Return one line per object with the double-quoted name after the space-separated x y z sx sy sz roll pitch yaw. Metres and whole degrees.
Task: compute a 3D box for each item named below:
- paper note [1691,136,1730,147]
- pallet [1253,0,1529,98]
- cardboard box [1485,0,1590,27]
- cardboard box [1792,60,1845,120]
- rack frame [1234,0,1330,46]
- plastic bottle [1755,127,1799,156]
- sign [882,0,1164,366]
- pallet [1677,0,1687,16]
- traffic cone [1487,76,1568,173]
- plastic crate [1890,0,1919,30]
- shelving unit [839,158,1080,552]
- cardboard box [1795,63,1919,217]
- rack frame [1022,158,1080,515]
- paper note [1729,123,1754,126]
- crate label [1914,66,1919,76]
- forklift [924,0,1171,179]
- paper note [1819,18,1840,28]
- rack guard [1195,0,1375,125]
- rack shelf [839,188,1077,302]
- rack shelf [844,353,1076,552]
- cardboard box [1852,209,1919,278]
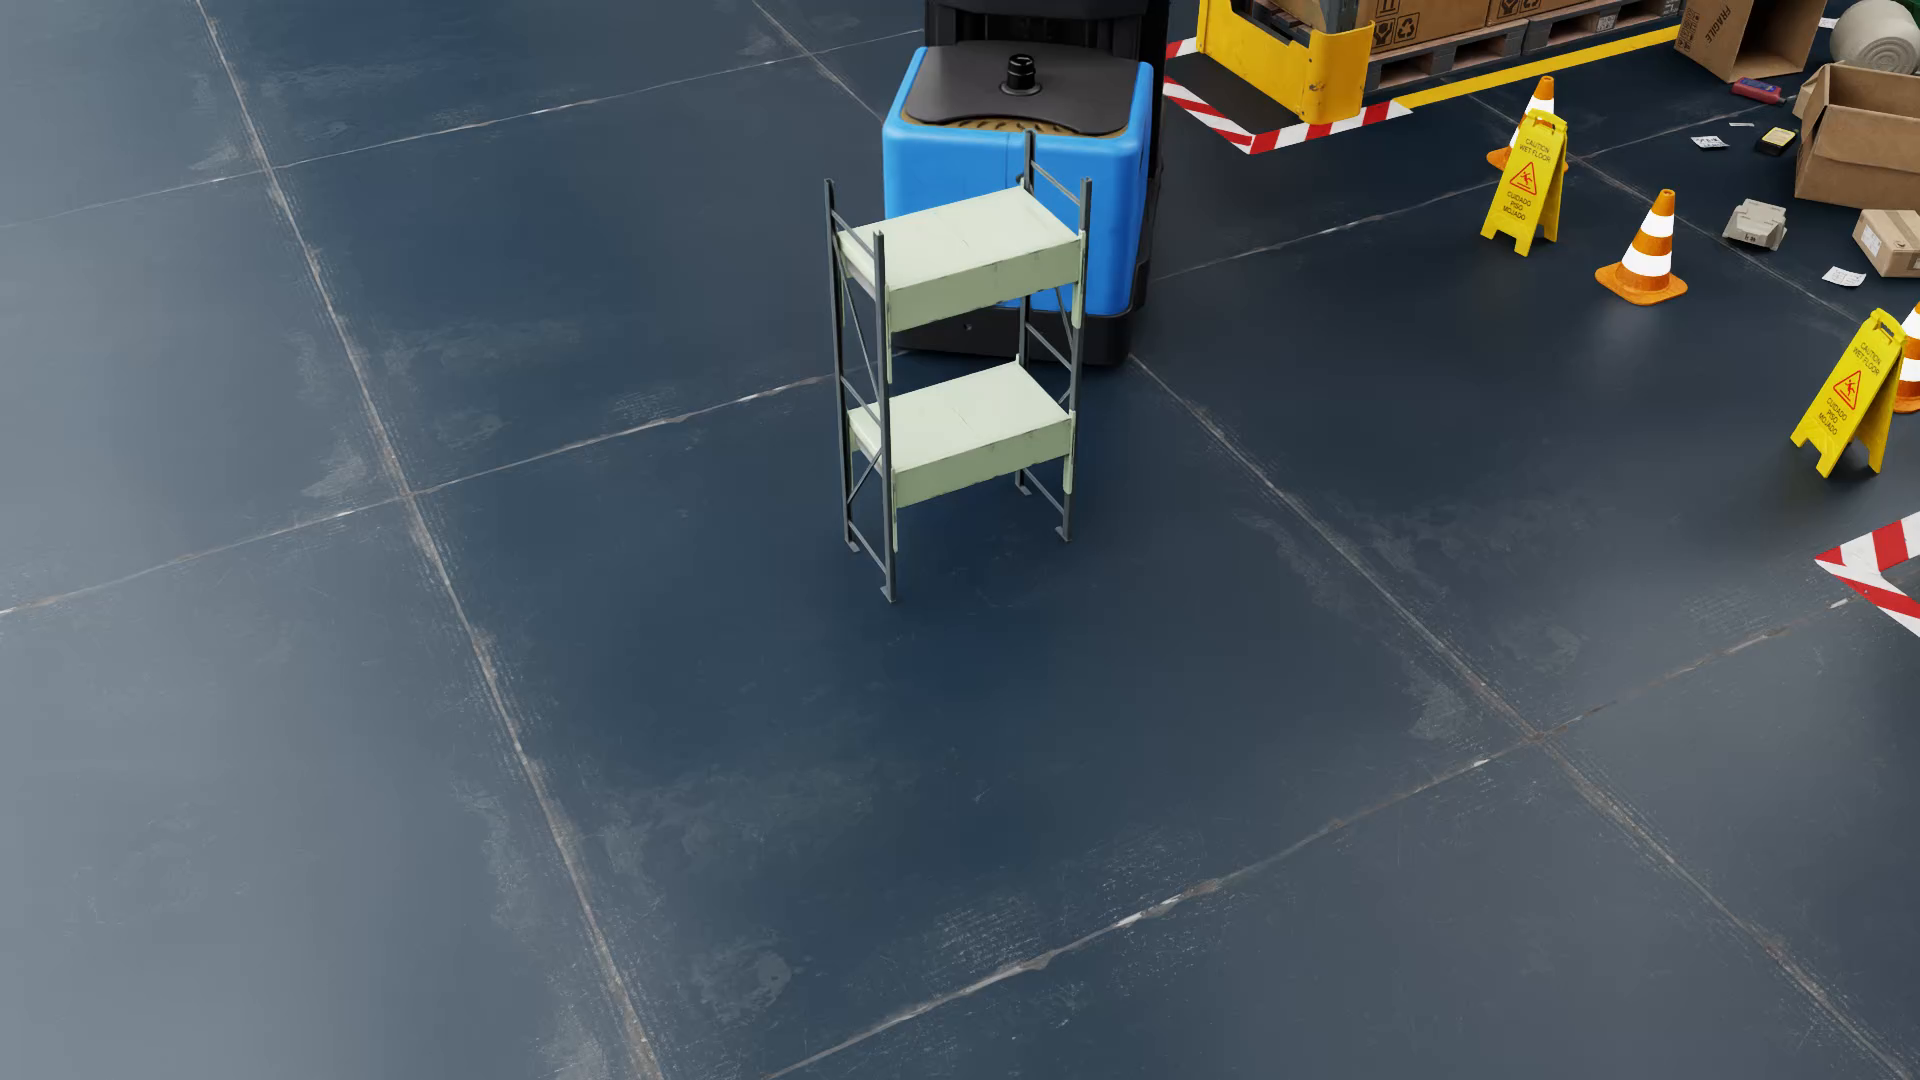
3.920 -2.081 8.686 0.142 0.017 0.144 -5 40 -6 "paper note"
2.455 -2.951 9.573 1.213 0.211 1.003 -19 44 -21 "pallet"
3.132 -3.585 9.483 0.875 0.875 0.875 -19 44 -21 "cardboard box"
4.656 -2.314 8.778 0.258 0.266 0.396 -12 42 -13 "cardboard box"
1.780 -3.734 8.339 0.053 2.616 0.949 -19 44 -21 "rack frame"
4.269 -2.091 8.673 0.133 0.061 0.283 31 49 31 "plastic bottle"
0.330 -2.398 6.895 2.025 2.768 2.177 -19 44 -21 "sign"
4.619 -3.679 10.433 1.213 0.211 1.003 -19 44 -21 "pallet"
2.909 -2.108 8.383 0.334 0.463 0.336 -19 44 -21 "traffic cone"
5.781 -3.072 9.689 0.662 0.188 0.450 2 30 2 "plastic crate"
-0.001 -0.572 5.765 0.731 1.308 0.431 -19 44 -21 "shelving unit"
4.547 -1.948 8.161 0.797 0.503 0.637 15 42 17 "cardboard box"
0.319 -0.679 5.891 0.010 1.308 0.380 -19 44 -21 "rack frame"
4.163 -2.212 8.855 0.123 0.001 0.032 2 40 2 "paper note"
5.477 -2.715 9.352 0.298 0.136 0.250 15 42 17 "crate label"
0.426 -2.807 7.297 1.121 2.935 3.031 6 41 7 "forklift"
5.152 -3.073 9.856 0.147 0.020 0.142 15 42 17 "paper note"
1.761 -2.771 9.136 0.348 0.500 1.175 -19 44 -21 "rack guard"
-0.006 -0.943 5.448 0.686 0.124 0.368 -19 44 -21 "rack shelf"
-0.006 -0.322 5.974 0.720 0.370 0.431 -19 44 -21 "rack shelf"
4.387 -1.386 7.772 0.250 0.149 0.380 2 40 2 "cardboard box"
